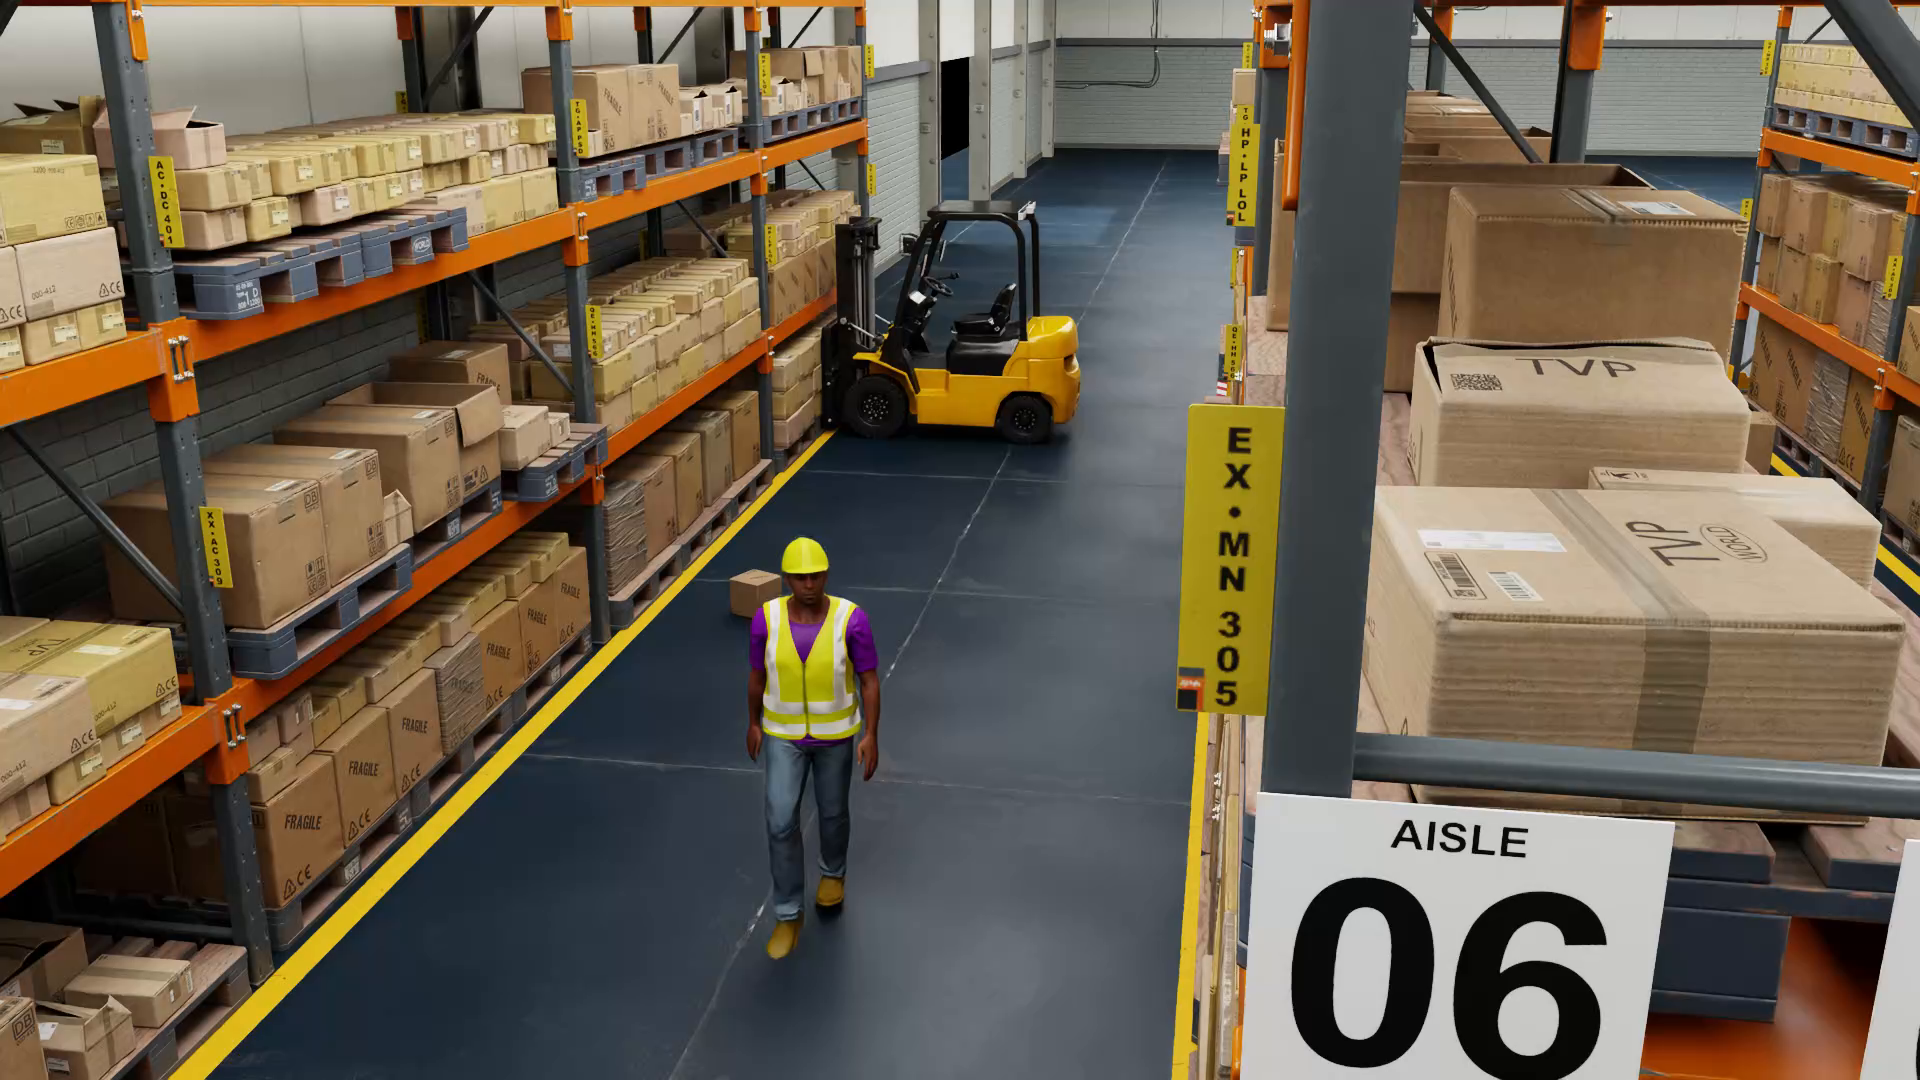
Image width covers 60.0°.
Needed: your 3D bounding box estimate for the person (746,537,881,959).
[{"bbox_3d":[-0.652,0.896,7.271,0.614,1.821,0.672,0,18,0],"label":"person"}]
